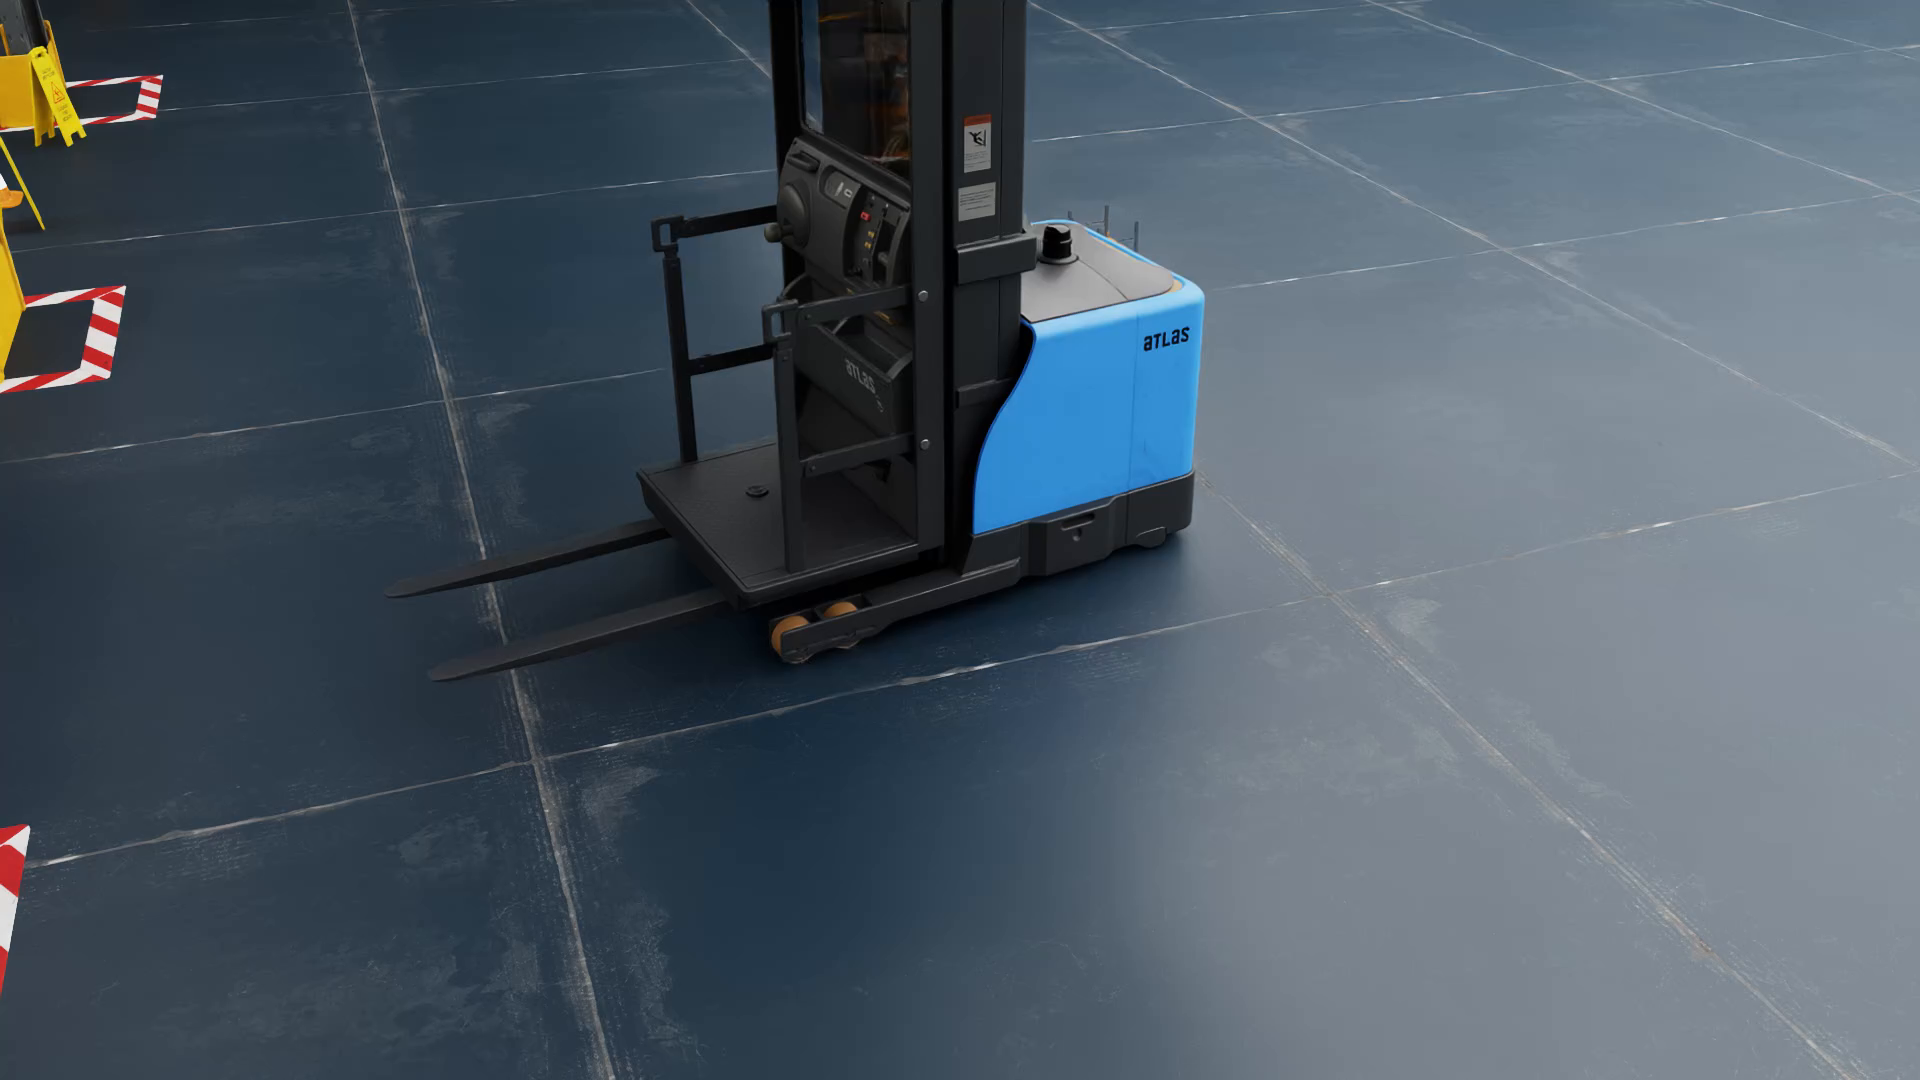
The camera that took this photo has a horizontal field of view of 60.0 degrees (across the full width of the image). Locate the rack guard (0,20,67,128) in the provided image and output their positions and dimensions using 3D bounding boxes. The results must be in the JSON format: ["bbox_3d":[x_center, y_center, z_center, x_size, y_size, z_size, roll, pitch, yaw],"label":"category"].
[{"bbox_3d":[-6.923,-3.463,12.324,0.348,0.500,1.175,-10,31,-18],"label":"rack guard"}]

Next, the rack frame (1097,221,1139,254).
[{"bbox_3d":[0.661,-0.858,7.196,0.200,1.050,0.008,-14,32,-23],"label":"rack frame"}]

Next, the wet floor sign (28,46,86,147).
[{"bbox_3d":[-6.301,-3.076,11.497,0.232,0.644,0.267,0,30,0],"label":"wet floor sign"}]

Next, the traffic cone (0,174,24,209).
[{"bbox_3d":[-6.099,-2.331,10.374,0.334,0.463,0.336,-10,31,-18],"label":"traffic cone"}]

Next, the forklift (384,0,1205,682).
[{"bbox_3d":[-0.595,-1.130,5.772,3.031,2.935,1.130,-16,33,-26],"label":"forklift"}]

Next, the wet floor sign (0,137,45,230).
[{"bbox_3d":[-5.694,-2.184,9.931,0.232,0.644,0.267,-16,33,-26],"label":"wet floor sign"}]

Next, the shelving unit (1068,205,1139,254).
[{"bbox_3d":[0.606,-0.912,7.291,0.215,1.050,0.252,-14,32,-23],"label":"shelving unit"}]

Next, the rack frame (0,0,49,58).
[{"bbox_3d":[-6.852,-4.562,11.728,0.127,3.000,1.000,-10,31,-18],"label":"rack frame"}]

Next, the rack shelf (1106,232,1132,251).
[{"bbox_3d":[0.606,-1.150,7.156,0.215,0.259,0.240,-14,32,-23],"label":"rack shelf"}]

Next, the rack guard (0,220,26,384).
[{"bbox_3d":[-5.008,-1.201,8.353,0.348,0.500,1.175,-10,31,-18],"label":"rack guard"}]

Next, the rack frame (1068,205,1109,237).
[{"bbox_3d":[0.552,-0.967,7.386,0.200,1.050,0.008,-14,32,-23],"label":"rack frame"}]
